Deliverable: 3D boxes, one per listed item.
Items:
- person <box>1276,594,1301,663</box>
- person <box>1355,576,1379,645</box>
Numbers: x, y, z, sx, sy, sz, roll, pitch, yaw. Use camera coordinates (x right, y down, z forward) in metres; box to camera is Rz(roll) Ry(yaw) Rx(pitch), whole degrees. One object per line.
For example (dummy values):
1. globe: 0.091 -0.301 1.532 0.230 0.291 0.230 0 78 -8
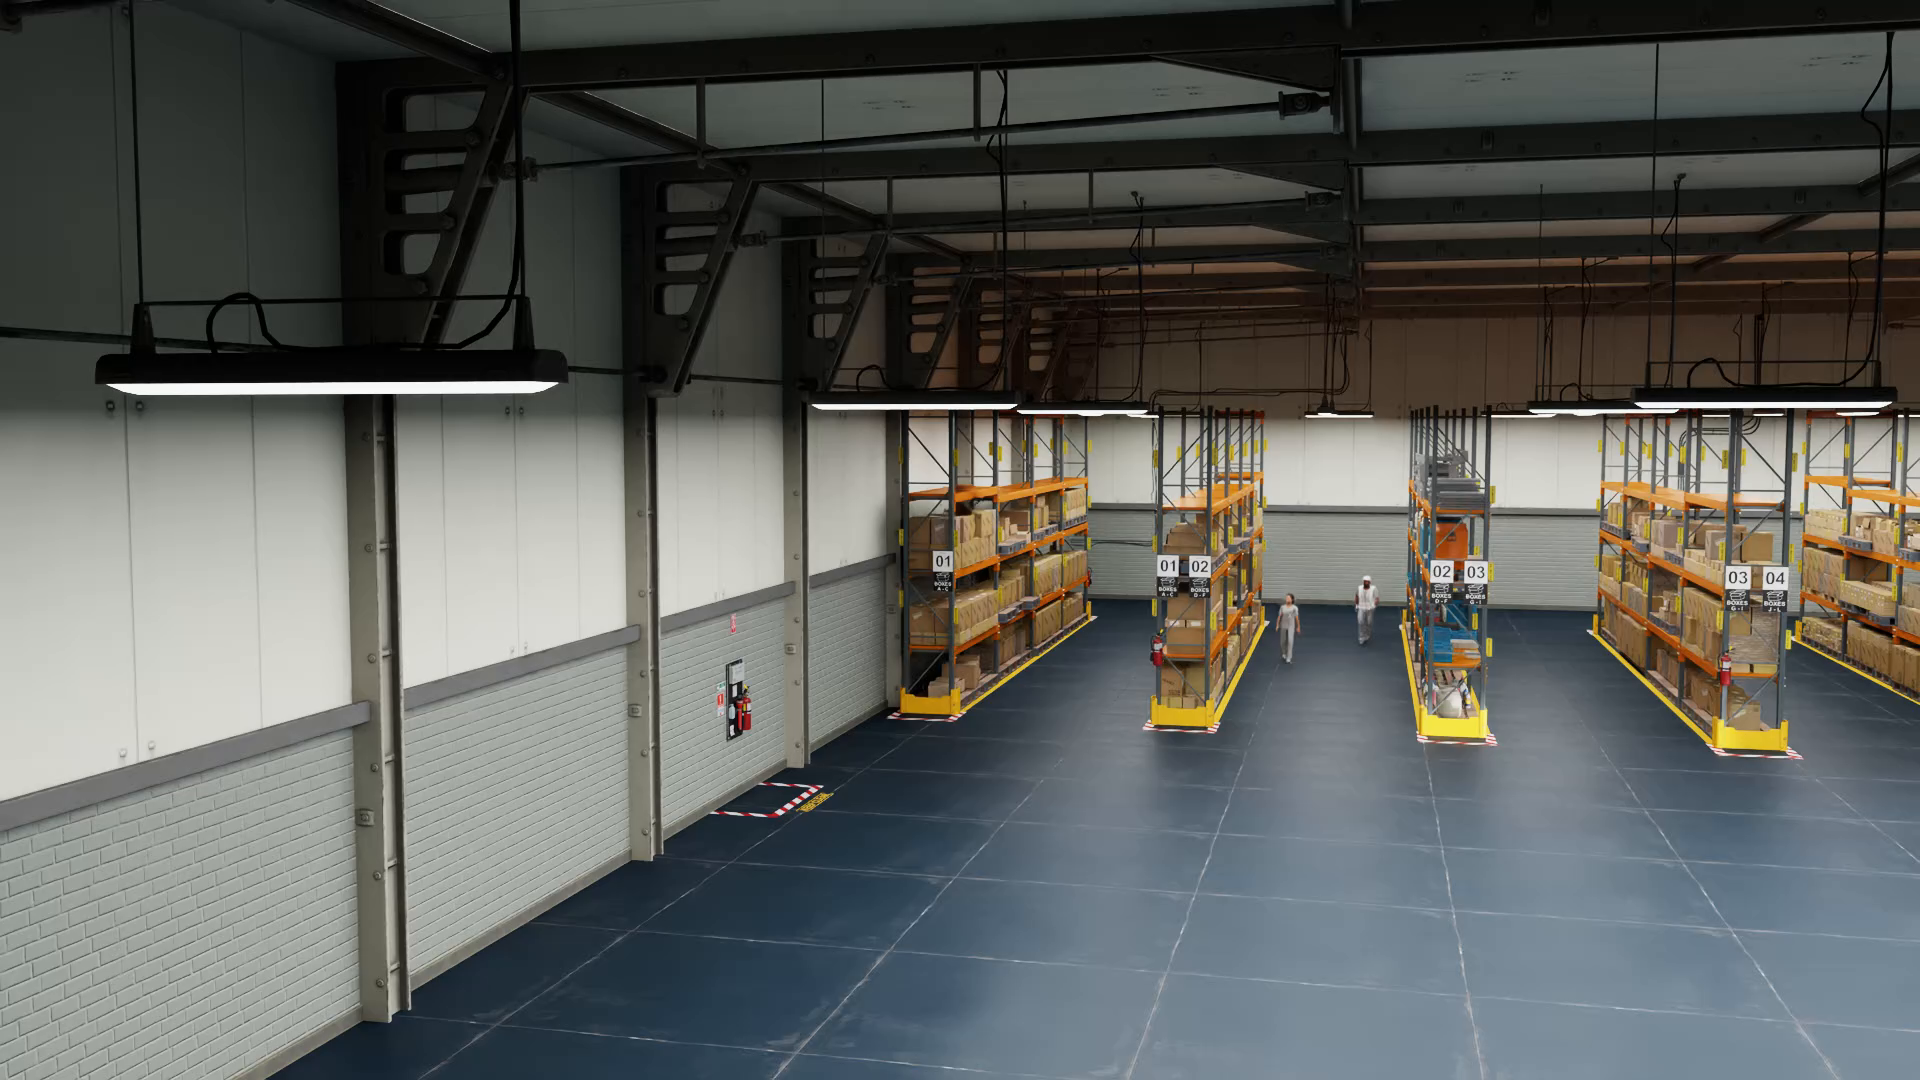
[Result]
1. person: 7.798 2.086 39.479 0.565 1.618 1.030 1 4 17
2. person: 10.496 1.812 42.891 0.593 1.808 0.878 1 4 16
